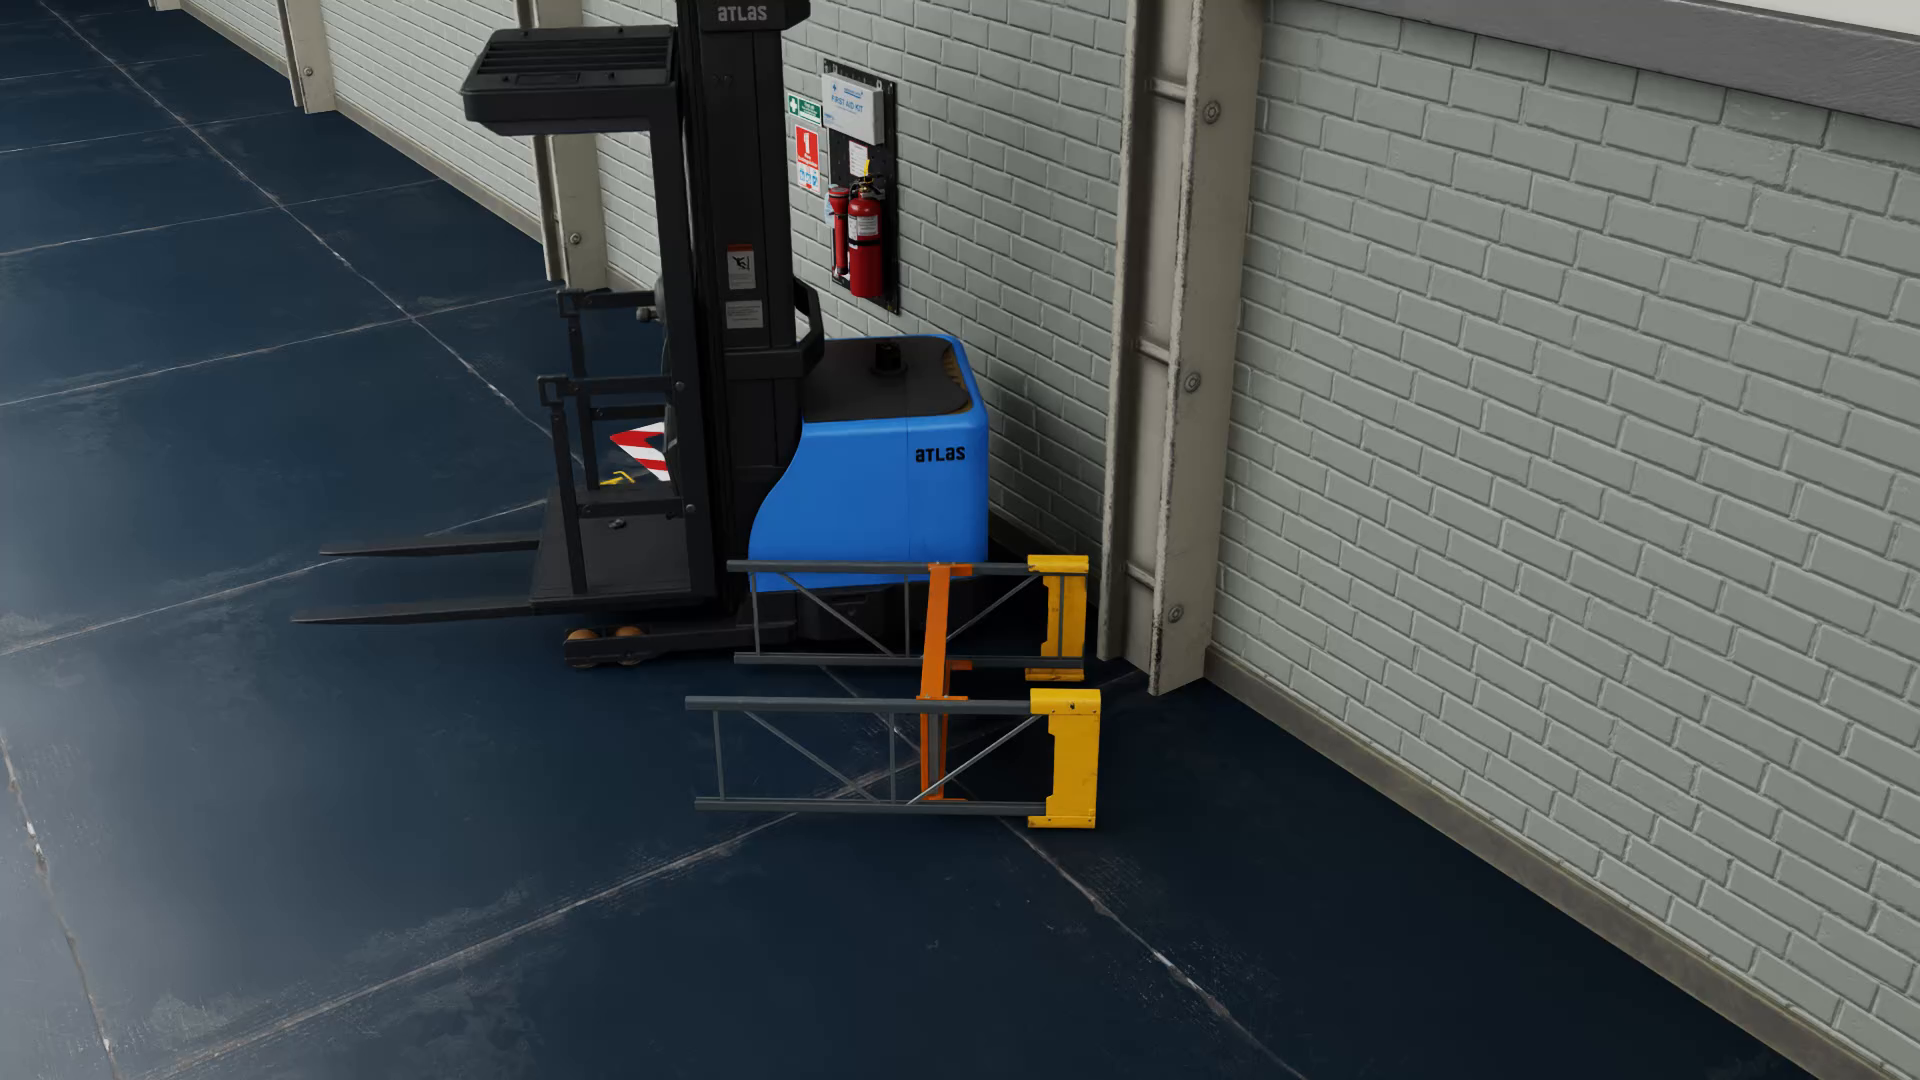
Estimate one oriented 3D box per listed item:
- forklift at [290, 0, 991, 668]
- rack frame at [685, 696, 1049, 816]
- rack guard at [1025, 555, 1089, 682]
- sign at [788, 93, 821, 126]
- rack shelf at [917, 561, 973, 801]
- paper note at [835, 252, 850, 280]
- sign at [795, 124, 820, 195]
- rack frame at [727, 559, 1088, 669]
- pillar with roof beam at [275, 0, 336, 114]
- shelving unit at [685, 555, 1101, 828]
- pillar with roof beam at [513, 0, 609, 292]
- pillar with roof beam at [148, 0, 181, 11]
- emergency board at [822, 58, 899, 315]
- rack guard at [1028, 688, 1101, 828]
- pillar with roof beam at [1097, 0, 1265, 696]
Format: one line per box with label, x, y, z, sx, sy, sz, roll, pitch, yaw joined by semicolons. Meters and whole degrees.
forklift;-1.422;-0.999;7.019;3.031;2.935;1.130;-4;29;-7
rack frame;-0.245;0.801;6.132;1.500;0.500;0.032;1;29;1
rack guard;0.405;0.333;6.994;0.250;0.587;0.087;1;29;1
sign;-0.807;-2.234;8.627;0.001;0.109;0.331;-19;34;-31
rack shelf;-0.052;0.561;6.575;0.185;0.538;1.000;1;29;1
paper note;-0.612;-1.447;8.694;0.016;0.148;0.142;-19;34;-31
sign;-0.802;-2.005;8.762;0.001;0.329;0.234;-19;34;-31
rack frame;-0.219;0.316;7.025;1.500;0.500;0.032;1;29;1
pillar with roof beam;-9.631;-6.884;11.497;9.100;9.000;0.400;-19;34;-31
shelving unit;-0.232;0.563;6.571;1.500;0.587;1.083;1;29;1
pillar with roof beam;-6.150;-4.552;7.202;9.100;9.000;0.400;-19;34;-31
pillar with roof beam;-13.111;-9.217;15.792;9.100;9.000;0.400;-19;34;-31
emergency board;-0.566;-1.746;8.322;0.194;1.169;0.643;-19;34;-31
rack guard;0.380;0.808;6.119;0.250;0.587;0.087;1;29;1
pillar with roof beam;-2.670;-2.219;2.907;9.100;9.000;0.400;-19;34;-31
